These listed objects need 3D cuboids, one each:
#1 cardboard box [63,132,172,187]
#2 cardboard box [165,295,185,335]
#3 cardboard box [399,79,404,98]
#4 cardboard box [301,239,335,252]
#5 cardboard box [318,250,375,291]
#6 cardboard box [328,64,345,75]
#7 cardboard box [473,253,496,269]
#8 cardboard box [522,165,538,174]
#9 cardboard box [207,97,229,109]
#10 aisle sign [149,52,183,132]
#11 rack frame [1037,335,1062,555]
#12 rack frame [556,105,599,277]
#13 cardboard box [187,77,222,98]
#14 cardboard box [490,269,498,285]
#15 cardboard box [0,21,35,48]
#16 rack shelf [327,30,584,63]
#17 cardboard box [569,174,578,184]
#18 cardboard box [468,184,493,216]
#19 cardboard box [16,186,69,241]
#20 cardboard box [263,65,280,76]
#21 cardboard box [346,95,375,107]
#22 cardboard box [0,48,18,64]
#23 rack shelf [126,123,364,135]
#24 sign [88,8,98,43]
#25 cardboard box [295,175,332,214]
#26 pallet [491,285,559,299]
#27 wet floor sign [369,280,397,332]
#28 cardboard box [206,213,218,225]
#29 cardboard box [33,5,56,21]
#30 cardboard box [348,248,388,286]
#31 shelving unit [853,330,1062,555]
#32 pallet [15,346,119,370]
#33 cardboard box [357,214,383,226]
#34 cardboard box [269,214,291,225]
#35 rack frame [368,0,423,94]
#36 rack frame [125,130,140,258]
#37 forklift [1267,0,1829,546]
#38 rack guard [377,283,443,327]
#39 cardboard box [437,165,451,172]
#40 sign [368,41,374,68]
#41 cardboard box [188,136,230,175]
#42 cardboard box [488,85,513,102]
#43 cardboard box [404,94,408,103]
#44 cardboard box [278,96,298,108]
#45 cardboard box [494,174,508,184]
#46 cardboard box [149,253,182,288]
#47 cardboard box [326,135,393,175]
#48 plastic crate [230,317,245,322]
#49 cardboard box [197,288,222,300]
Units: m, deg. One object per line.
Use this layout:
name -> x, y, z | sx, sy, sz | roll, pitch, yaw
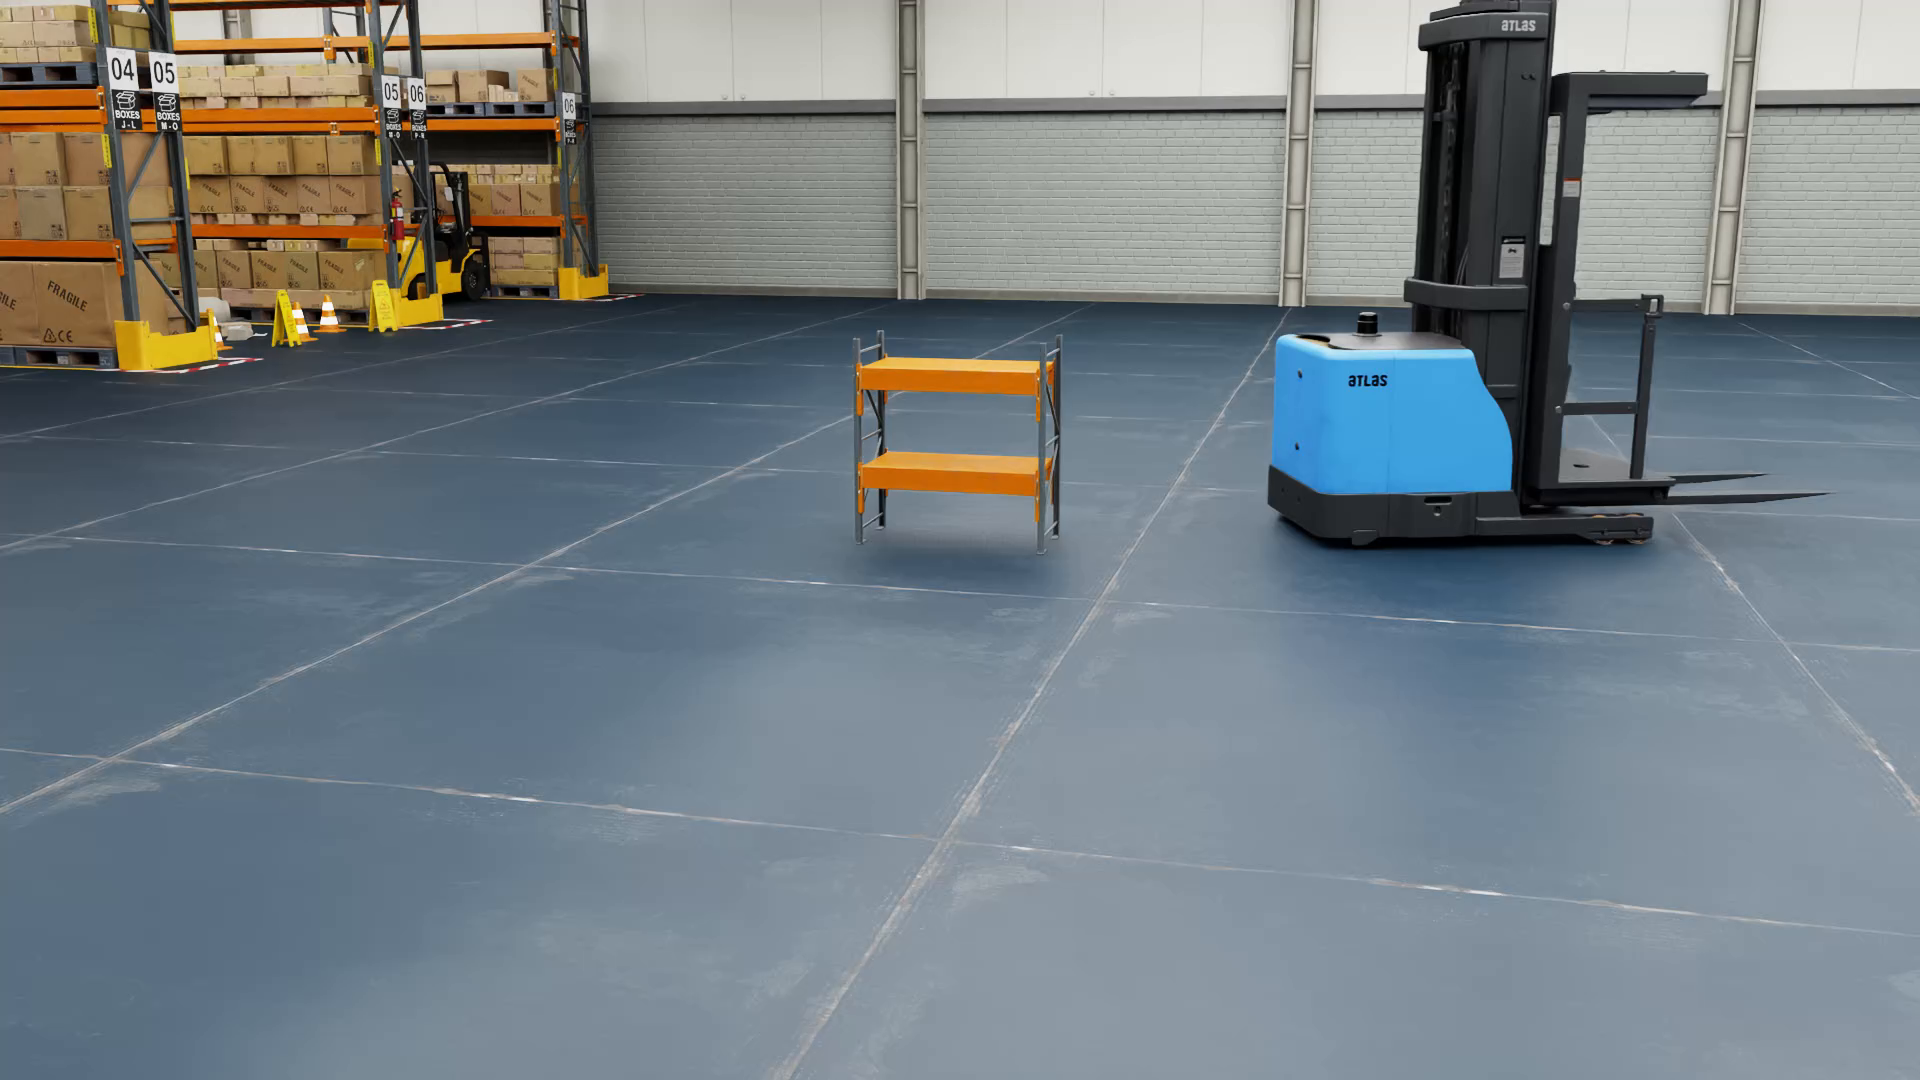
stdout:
cardboard box -> -8.763, -3.962, 17.326 | 0.550, 0.550, 0.875 | 3, 13, 14
cardboard box -> -9.636, -2.720, 20.333 | 0.637, 0.503, 0.797 | -6, 14, -25
cardboard box -> -7.748, -5.999, 22.081 | 0.500, 0.250, 0.500 | 3, 13, 13
cardboard box -> -8.537, -3.917, 22.115 | 0.250, 0.149, 0.380 | 3, 13, 15
cardboard box -> -8.164, -3.596, 22.163 | 0.500, 0.500, 0.500 | 3, 13, 14
cardboard box -> -7.964, -6.088, 21.563 | 0.250, 0.149, 0.380 | 3, 13, 15
cardboard box -> -7.676, -4.541, 27.001 | 0.500, 0.250, 0.500 | 3, 13, 12
cardboard box -> -6.783, -5.915, 26.556 | 0.250, 0.149, 0.380 | 3, 13, 14
cardboard box -> -9.733, -5.776, 21.999 | 0.250, 0.149, 0.380 | 3, 13, 12
aisle sign -> -8.271, -4.663, 17.322 | 0.004, 0.787, 0.394 | 3, 13, 14
rack frame -> 0.487, -0.523, 8.995 | 0.032, 1.125, 0.500 | 3, 13, 14
rack frame -> -6.138, -5.424, 26.757 | 0.127, 3.000, 1.000 | 3, 13, 14
cardboard box -> -9.860, -5.990, 22.042 | 0.500, 0.250, 0.500 | 3, 13, 14
cardboard box -> -7.634, -4.300, 27.071 | 0.500, 0.250, 0.500 | 3, 13, 14
cardboard box -> -9.439, -5.117, 16.906 | 0.500, 0.250, 0.500 | 3, 13, 14
rack shelf -> -8.080, -7.910, 26.696 | 4.000, 0.370, 1.077 | 3, 13, 14
cardboard box -> -6.405, -5.862, 27.001 | 0.250, 0.149, 0.380 | 3, 13, 12
cardboard box -> -7.678, -5.499, 26.862 | 0.500, 0.500, 0.500 | 3, 13, 12
cardboard box -> -9.322, -3.441, 17.471 | 0.550, 0.550, 0.875 | 3, 13, 14
cardboard box -> -8.934, -6.155, 21.864 | 0.250, 0.149, 0.380 | 3, 13, 12
cardboard box -> -7.737, -5.682, 21.572 | 0.250, 0.149, 0.380 | 3, 13, 14
cardboard box -> -9.555, -4.915, 16.917 | 0.250, 0.149, 0.380 | 3, 13, 14
rack shelf -> -11.963, -6.849, 27.913 | 4.000, 0.370, 1.077 | 3, 13, 14
sign -> -8.555, -5.079, 16.413 | 0.005, 0.325, 0.100 | 3, 13, 14
cardboard box -> -8.402, -4.571, 21.996 | 0.500, 0.500, 0.500 | 3, 13, 14
pallet -> -6.891, -4.094, 27.198 | 1.213, 0.211, 1.003 | 3, 13, 14
wet floor sign -> -7.396, -2.996, 21.248 | 0.232, 0.644, 0.267 | 8, 15, 33
cardboard box -> -9.957, -4.344, 22.470 | 0.250, 0.149, 0.380 | 3, 13, 13
cardboard box -> -9.062, -5.278, 16.712 | 0.250, 0.149, 0.380 | 3, 13, 14
cardboard box -> -8.064, -3.710, 22.678 | 0.500, 0.500, 0.500 | 3, 13, 12
shelving unit -> -0.007, -0.550, 9.113 | 1.048, 1.125, 0.538 | 3, 13, 14
pallet -> -9.207, -1.998, 17.751 | 1.213, 0.211, 1.003 | 3, 13, 14
cardboard box -> -7.738, -4.232, 21.963 | 0.250, 0.149, 0.380 | 4, 13, 15
cardboard box -> -8.997, -4.284, 22.196 | 0.250, 0.149, 0.380 | 3, 13, 13
rack frame -> -7.324, -7.309, 21.402 | 0.127, 3.000, 1.000 | 3, 13, 14
rack frame -> -13.905, -5.839, 28.628 | 0.127, 3.000, 1.000 | 3, 13, 14
forklift -> 3.375, -1.515, 9.295 | 3.031, 2.935, 1.130 | -1, 13, -6
rack guard -> -7.398, -3.164, 22.340 | 0.348, 0.500, 1.175 | 3, 13, 14
cardboard box -> -8.267, -6.004, 26.956 | 0.250, 0.149, 0.380 | 3, 13, 14
sign -> -7.476, -6.161, 21.109 | 0.005, 0.325, 0.100 | 3, 13, 14
cardboard box -> -9.860, -5.139, 22.244 | 0.500, 0.500, 0.700 | 3, 13, 12
cardboard box -> -7.262, -7.069, 26.356 | 0.258, 0.266, 0.396 | 3, 13, 14
cardboard box -> -8.913, -7.100, 26.766 | 0.250, 0.149, 0.380 | 3, 13, 15
cardboard box -> -8.720, -5.739, 21.829 | 0.250, 0.149, 0.380 | 3, 13, 13
cardboard box -> -7.272, -5.797, 26.710 | 0.250, 0.149, 0.380 | 3, 13, 13
cardboard box -> -10.699, -3.729, 22.764 | 0.500, 0.500, 0.500 | 4, 13, 16
cardboard box -> -7.872, -5.043, 21.813 | 0.500, 0.500, 0.700 | 3, 13, 12
plastic crate -> -9.880, -2.909, 22.159 | 0.583, 0.080, 0.402 | -1, 13, -6
cardboard box -> -10.178, -3.338, 22.731 | 0.500, 0.250, 0.500 | 4, 13, 17
